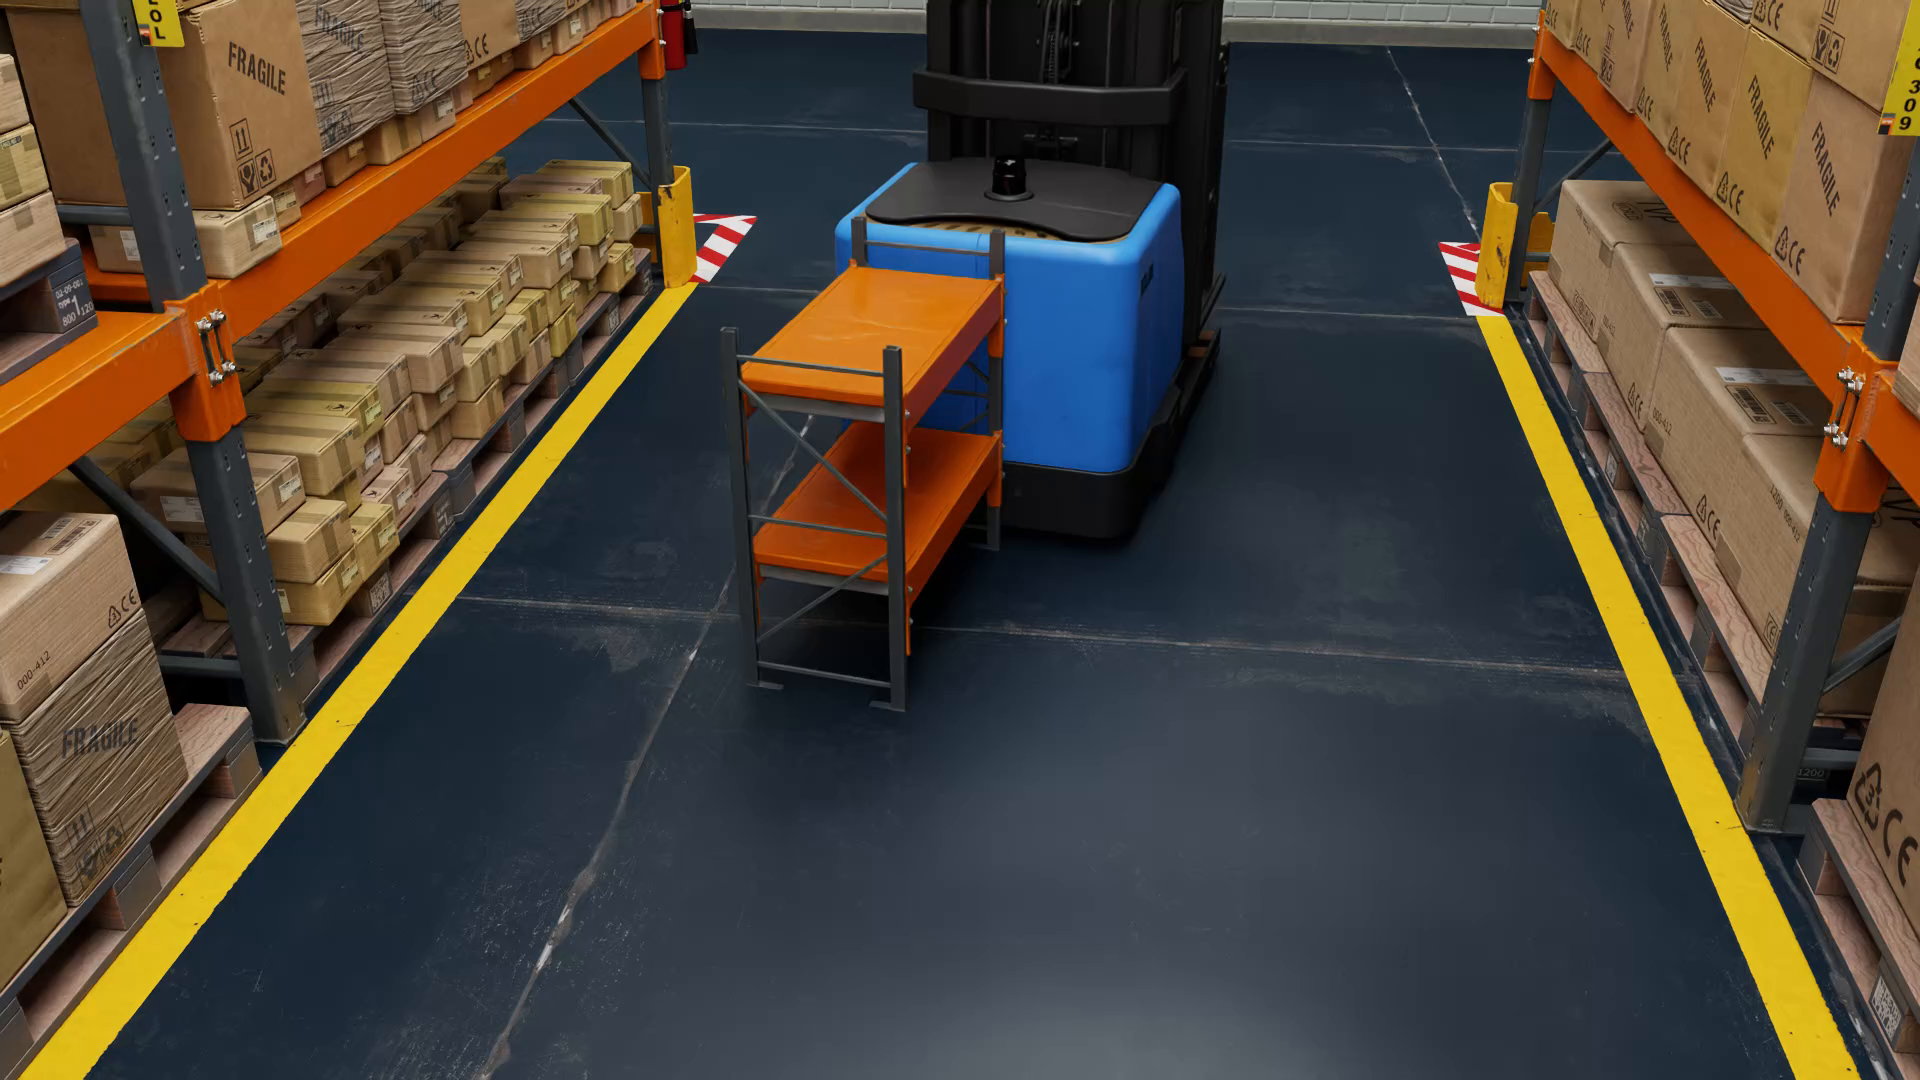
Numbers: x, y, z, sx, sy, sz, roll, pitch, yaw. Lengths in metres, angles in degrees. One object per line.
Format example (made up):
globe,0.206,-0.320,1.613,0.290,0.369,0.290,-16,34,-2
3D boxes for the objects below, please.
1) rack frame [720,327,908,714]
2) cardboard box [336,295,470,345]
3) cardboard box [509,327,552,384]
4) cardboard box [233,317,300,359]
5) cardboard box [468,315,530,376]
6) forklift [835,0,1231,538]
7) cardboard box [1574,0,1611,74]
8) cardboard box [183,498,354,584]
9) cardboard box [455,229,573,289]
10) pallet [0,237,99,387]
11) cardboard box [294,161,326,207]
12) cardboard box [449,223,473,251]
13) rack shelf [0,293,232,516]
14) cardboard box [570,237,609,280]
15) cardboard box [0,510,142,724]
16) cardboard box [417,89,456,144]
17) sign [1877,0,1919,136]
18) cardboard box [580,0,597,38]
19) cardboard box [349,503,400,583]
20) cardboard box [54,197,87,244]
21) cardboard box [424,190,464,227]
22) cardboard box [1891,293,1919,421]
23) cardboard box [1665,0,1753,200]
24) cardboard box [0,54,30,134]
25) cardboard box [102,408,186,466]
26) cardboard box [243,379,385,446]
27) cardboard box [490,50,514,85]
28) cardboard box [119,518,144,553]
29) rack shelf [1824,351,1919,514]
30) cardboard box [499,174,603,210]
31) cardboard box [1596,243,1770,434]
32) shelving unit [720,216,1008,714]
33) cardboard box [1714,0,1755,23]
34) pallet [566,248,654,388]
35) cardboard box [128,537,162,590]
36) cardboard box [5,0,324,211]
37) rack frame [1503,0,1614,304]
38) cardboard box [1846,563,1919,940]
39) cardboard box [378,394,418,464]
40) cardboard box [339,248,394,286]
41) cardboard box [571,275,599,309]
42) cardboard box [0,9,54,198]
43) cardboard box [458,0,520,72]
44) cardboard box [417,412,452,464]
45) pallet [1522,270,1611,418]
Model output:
rack frame,-0.394,-0.034,4.626,0.500,1.125,0.032,8,29,15
cardboard box,-1.980,-0.758,5.929,0.380,0.149,0.250,2,28,4
cardboard box,-1.831,-0.734,6.512,0.380,0.149,0.250,4,29,7
cardboard box,-2.524,-0.660,5.749,0.380,0.149,0.250,2,28,4
cardboard box,-1.835,-0.734,6.199,0.380,0.149,0.250,4,29,7
forklift,0.485,-1.979,6.332,1.130,2.935,3.031,8,29,15
cardboard box,2.662,-2.033,6.256,0.500,0.500,0.500,3,28,5
cardboard box,-2.013,-0.008,4.852,0.380,0.149,0.250,5,29,9
cardboard box,-1.764,-1.114,6.591,0.380,0.149,0.250,4,29,8
pallet,-2.613,-0.360,3.457,1.003,0.211,1.213,3,28,6
cardboard box,-2.077,-1.054,4.808,0.380,0.149,0.250,2,28,4
cardboard box,-2.236,-1.261,7.178,0.380,0.149,0.250,4,29,7
rack shelf,-2.620,0.463,2.487,1.077,0.370,4.000,3,28,6
cardboard box,-1.728,-1.229,7.119,0.380,0.149,0.250,2,28,4
cardboard box,-2.216,0.155,3.701,0.500,0.250,0.500,3,28,5
cardboard box,-1.903,-1.422,5.491,0.380,0.149,0.250,5,29,8
sign,1.999,-1.003,3.453,0.100,0.325,0.005,3,28,6
cardboard box,-1.728,-2.164,6.869,0.380,0.149,0.250,3,28,6
cardboard box,-1.979,-0.003,5.156,0.380,0.149,0.250,4,29,8
cardboard box,-2.573,-0.833,4.398,0.380,0.149,0.250,3,28,6
cardboard box,-2.359,-1.395,7.113,0.380,0.149,0.250,3,28,6
cardboard box,2.234,-0.298,3.298,0.500,0.250,0.500,3,28,5
cardboard box,2.458,-1.313,4.918,0.500,0.500,0.500,3,28,5
cardboard box,-2.231,-0.931,3.511,0.380,0.149,0.250,5,29,9
cardboard box,-2.598,-0.292,5.066,0.380,0.149,0.250,4,29,7
cardboard box,-2.053,-0.385,5.238,0.380,0.149,0.250,3,28,5
cardboard box,-1.890,-1.797,6.187,0.380,0.149,0.250,2,28,4
cardboard box,-2.652,-0.023,4.879,0.380,0.149,0.250,4,29,7
rack shelf,2.305,0.703,2.041,1.077,0.370,4.000,3,28,6
cardboard box,-1.786,-1.491,7.291,0.380,0.149,0.250,4,29,7
cardboard box,2.955,-0.747,6.233,0.875,0.438,0.875,4,29,8
shelving unit,-0.248,-0.264,5.055,0.538,1.125,1.048,8,29,15
cardboard box,2.457,-1.756,4.688,0.500,0.500,0.500,4,29,7
pallet,-2.029,-1.035,7.448,1.003,0.211,1.213,3,28,6
cardboard box,-2.665,0.070,5.020,0.380,0.149,0.250,4,29,7
cardboard box,-2.064,-1.189,4.375,0.500,0.500,0.500,3,28,5
rack frame,3.040,-2.438,7.113,1.000,3.000,0.127,3,28,6
cardboard box,2.553,0.492,3.472,0.875,0.875,0.875,4,29,8
cardboard box,-2.041,-0.376,5.535,0.380,0.149,0.250,2,28,4
cardboard box,-2.428,-1.022,6.421,0.380,0.149,0.250,4,29,7
cardboard box,-1.791,-1.102,7.196,0.380,0.149,0.250,3,28,6
cardboard box,-2.596,-1.214,4.423,0.500,0.500,0.500,3,28,6
cardboard box,-1.877,-1.911,5.716,0.500,0.500,0.500,5,29,9
cardboard box,-2.020,-0.374,5.845,0.380,0.149,0.250,2,28,4
pallet,3.020,-0.830,7.067,1.003,0.211,1.213,3,28,6
